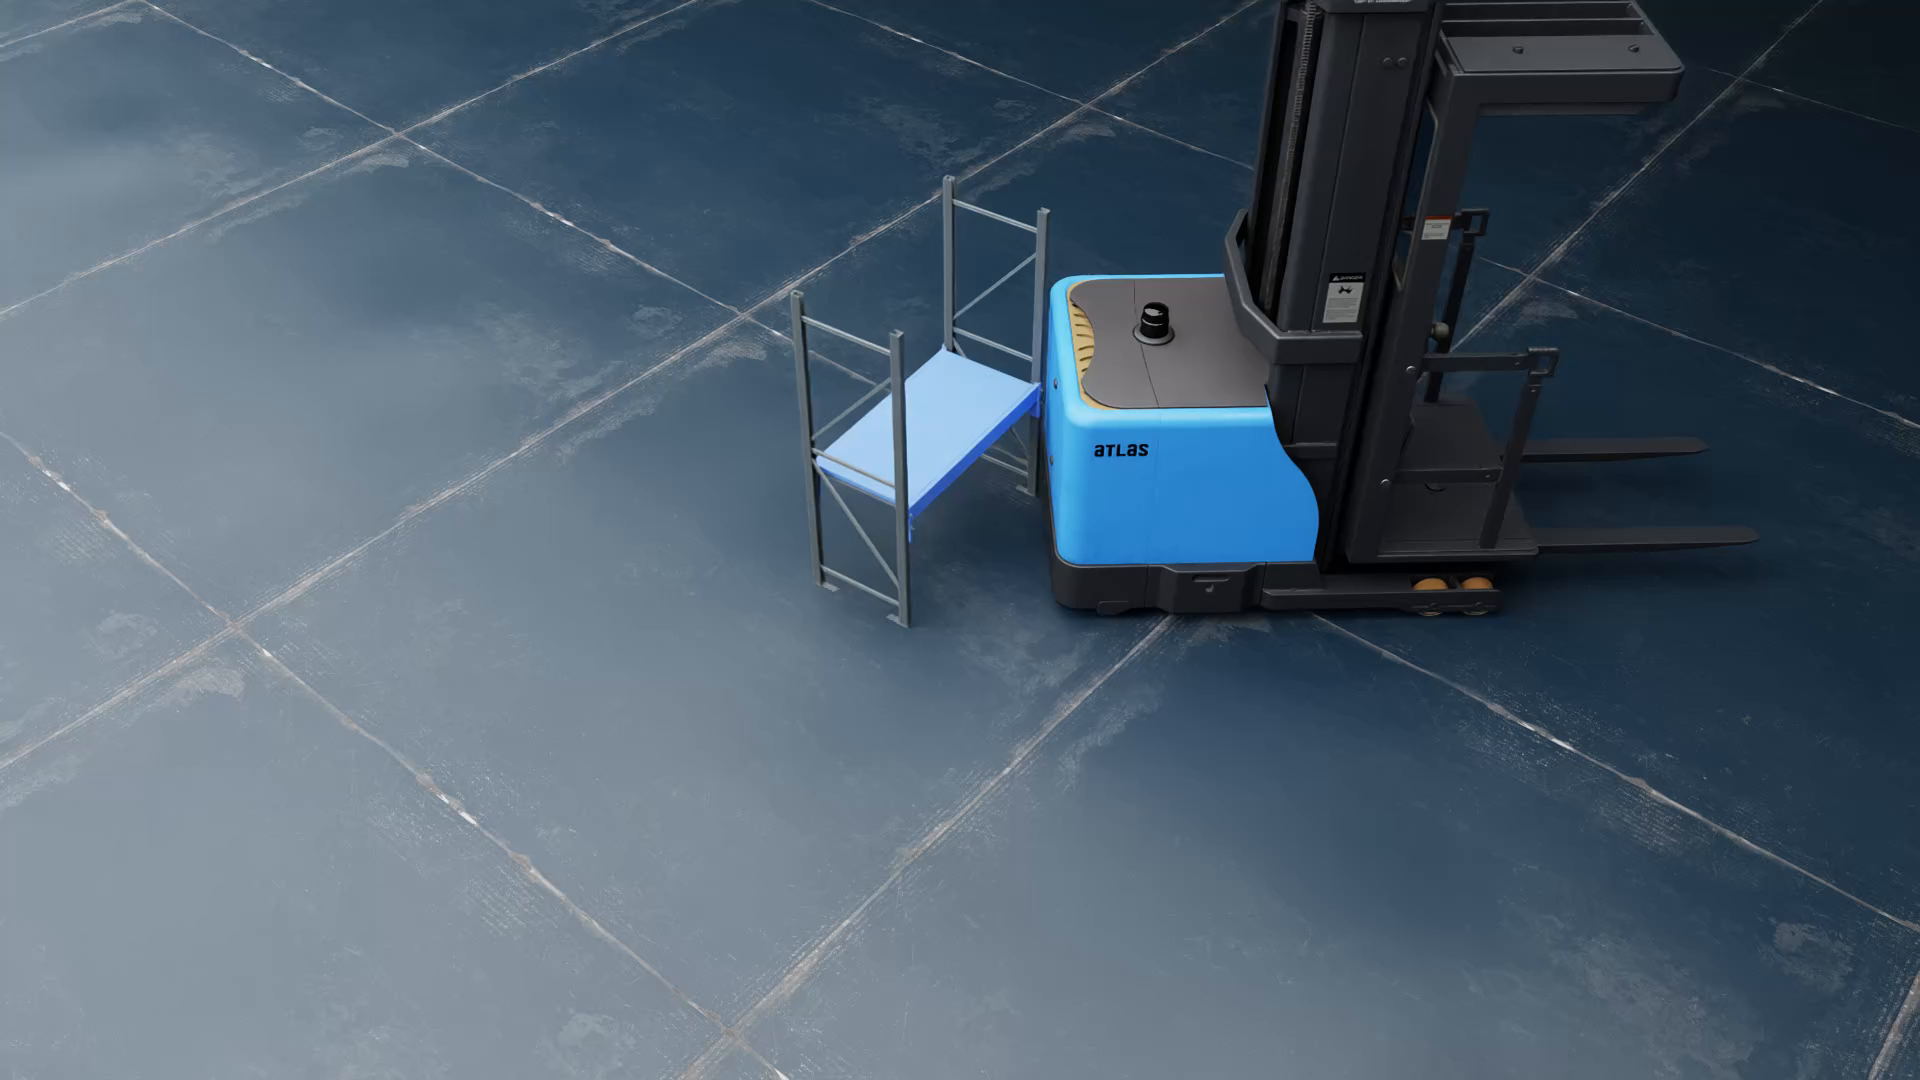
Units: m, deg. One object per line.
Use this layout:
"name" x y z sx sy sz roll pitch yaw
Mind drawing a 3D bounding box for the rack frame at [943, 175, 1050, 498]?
"rack frame" 0.146 -0.849 7.251 0.500 1.500 0.032 24 48 24

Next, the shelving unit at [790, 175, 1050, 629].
"shelving unit" -0.137 -0.565 6.939 0.538 1.500 1.048 24 48 24

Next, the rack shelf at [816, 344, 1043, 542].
"rack shelf" -0.137 -0.432 7.060 0.538 0.185 1.000 24 48 24

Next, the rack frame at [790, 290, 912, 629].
"rack frame" -0.420 -0.281 6.626 0.500 1.500 0.032 24 48 24

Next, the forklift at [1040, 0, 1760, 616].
"forklift" 1.896 -1.119 6.484 3.031 2.935 1.130 -1 42 -1
